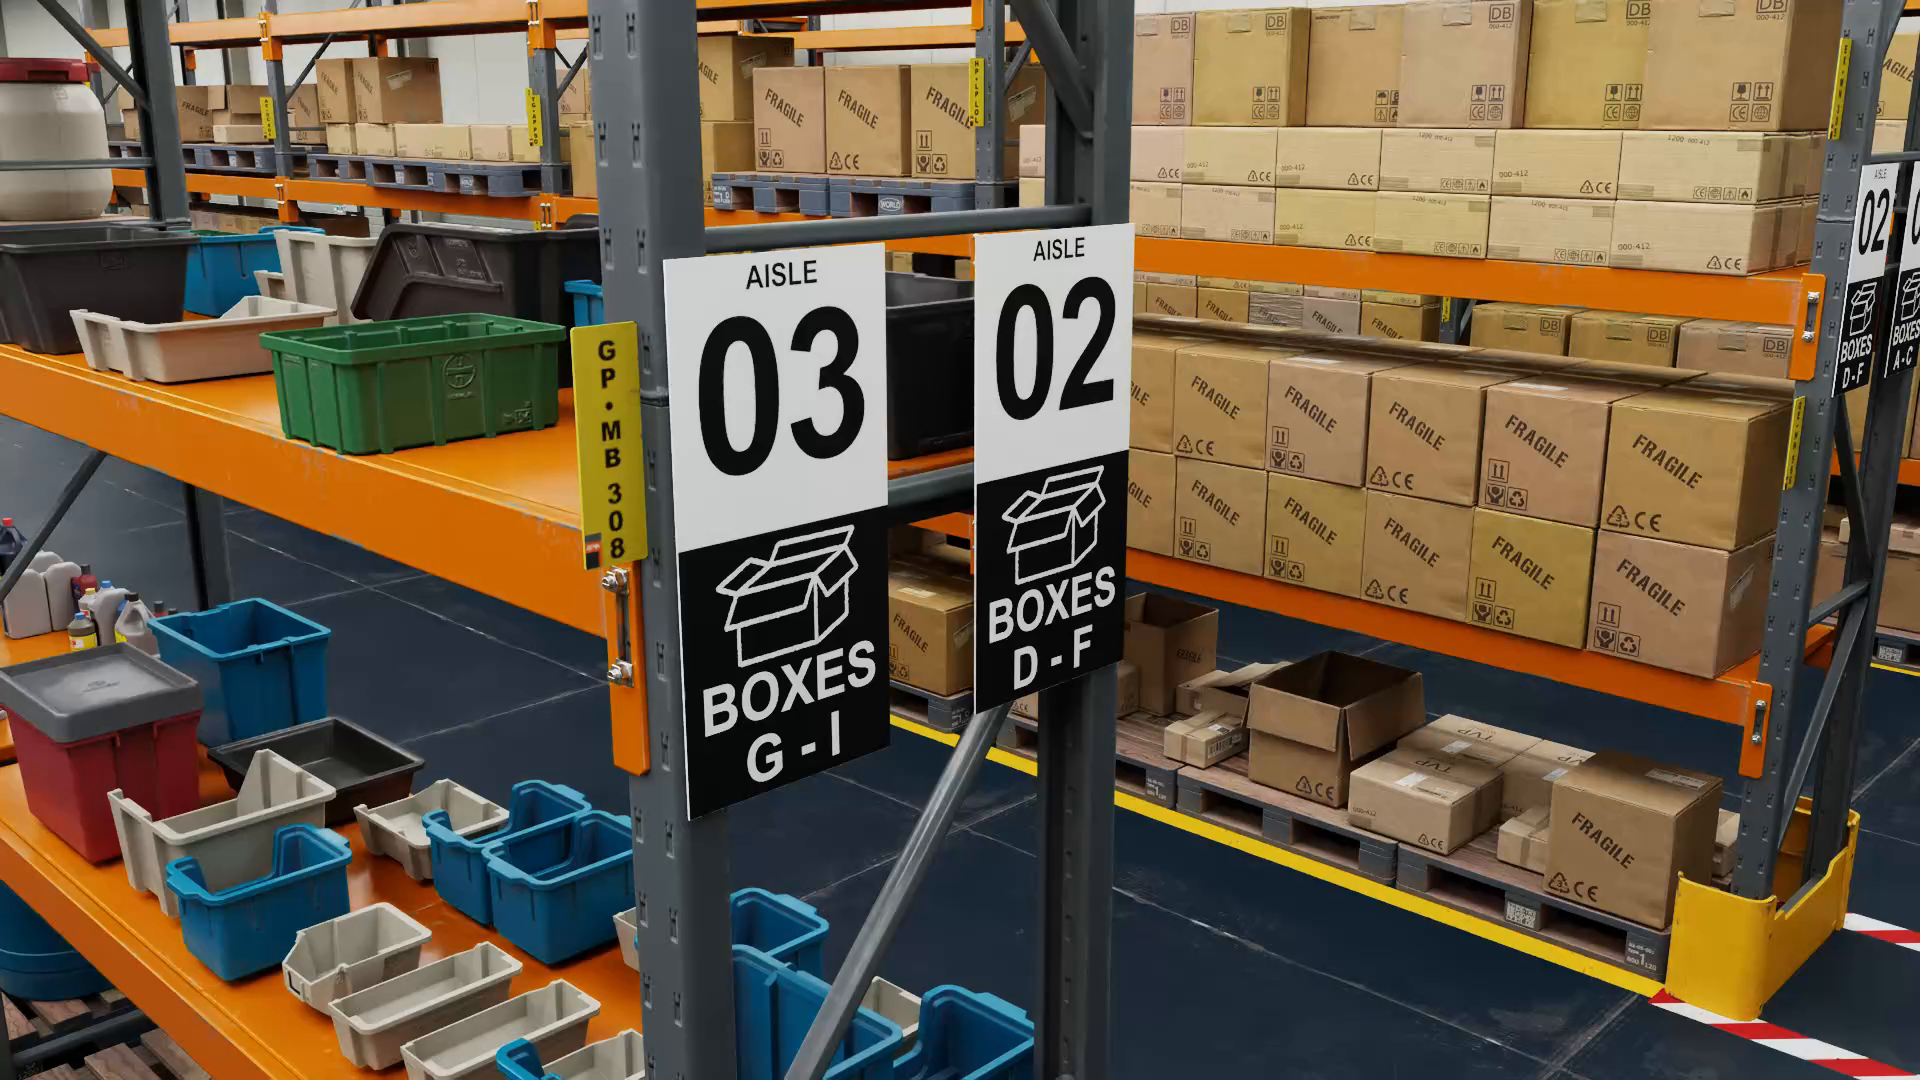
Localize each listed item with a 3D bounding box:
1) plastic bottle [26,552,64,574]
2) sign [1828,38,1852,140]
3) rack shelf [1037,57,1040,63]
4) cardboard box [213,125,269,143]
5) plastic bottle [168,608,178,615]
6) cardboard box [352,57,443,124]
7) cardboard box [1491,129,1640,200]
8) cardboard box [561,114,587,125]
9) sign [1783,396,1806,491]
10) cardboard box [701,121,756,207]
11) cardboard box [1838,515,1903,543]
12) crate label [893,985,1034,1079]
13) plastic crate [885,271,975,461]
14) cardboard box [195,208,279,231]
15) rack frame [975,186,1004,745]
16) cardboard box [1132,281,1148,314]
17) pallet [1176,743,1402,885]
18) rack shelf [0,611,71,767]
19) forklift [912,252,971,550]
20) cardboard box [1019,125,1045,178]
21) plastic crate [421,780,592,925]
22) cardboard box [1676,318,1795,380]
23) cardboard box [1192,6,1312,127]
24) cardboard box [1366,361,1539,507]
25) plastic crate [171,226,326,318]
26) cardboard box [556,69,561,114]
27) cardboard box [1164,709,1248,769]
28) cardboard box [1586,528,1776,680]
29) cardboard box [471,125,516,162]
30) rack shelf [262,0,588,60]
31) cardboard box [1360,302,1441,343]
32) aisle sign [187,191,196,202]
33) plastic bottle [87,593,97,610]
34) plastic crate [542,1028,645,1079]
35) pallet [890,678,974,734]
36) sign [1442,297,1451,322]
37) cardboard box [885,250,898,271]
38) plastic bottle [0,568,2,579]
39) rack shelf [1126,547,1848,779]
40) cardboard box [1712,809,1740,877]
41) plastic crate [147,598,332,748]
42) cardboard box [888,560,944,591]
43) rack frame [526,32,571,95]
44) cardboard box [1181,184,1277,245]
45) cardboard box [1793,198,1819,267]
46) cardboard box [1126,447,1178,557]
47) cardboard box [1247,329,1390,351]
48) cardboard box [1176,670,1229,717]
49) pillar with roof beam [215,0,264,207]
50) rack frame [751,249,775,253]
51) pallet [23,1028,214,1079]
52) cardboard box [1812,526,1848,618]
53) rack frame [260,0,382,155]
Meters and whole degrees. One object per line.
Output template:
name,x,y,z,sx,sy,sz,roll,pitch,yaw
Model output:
plastic bottle,-3.878,0.181,7.036,0.135,0.276,0.152,14,20,42
sign,2.944,-1.508,5.564,0.005,0.325,0.100,14,20,42
rack shelf,2.461,-4.036,13.295,4.000,0.370,1.077,14,20,42
cardboard box,-6.352,-3.587,14.690,0.250,0.149,0.380,14,20,42
plastic bottle,-2.944,0.388,6.224,0.133,0.283,0.061,14,20,42
cardboard box,-4.452,-3.560,13.172,0.500,0.500,0.500,-12,19,-39
cardboard box,2.437,-1.477,6.508,0.500,0.250,0.500,14,20,42
cardboard box,-4.309,-4.730,19.450,0.500,0.500,0.500,-13,19,-41
sign,2.944,-0.341,5.868,0.005,0.325,0.100,14,20,42
cardboard box,-1.336,-2.374,10.449,0.500,0.500,0.910,14,20,42
cardboard box,5.803,-0.071,10.592,0.380,0.149,0.250,-14,20,-43
crate label,-0.046,1.123,3.388,0.303,0.233,0.416,14,20,42
plastic crate,-0.180,-0.333,3.070,0.590,0.269,0.497,14,20,42
cardboard box,-6.702,-2.841,15.616,0.500,0.500,0.700,14,20,42
rack frame,0.465,-0.425,9.114,0.127,3.000,1.000,14,20,42
cardboard box,1.563,-2.002,14.339,0.500,0.500,0.500,-14,20,-42
pallet,1.841,1.258,8.184,1.213,0.211,1.003,14,20,42
rack shelf,-4.416,0.472,7.100,4.000,0.370,1.077,14,20,42
forklift,0.402,-1.298,12.599,1.130,2.935,3.031,-12,19,-38
cardboard box,0.642,-1.916,8.192,0.500,0.250,0.500,14,20,42
plastic crate,-1.210,0.840,4.474,0.300,0.233,0.416,14,20,42
cardboard box,5.332,-1.118,11.178,0.700,0.700,0.980,12,19,40
cardboard box,1.467,-2.131,7.531,0.500,0.500,0.700,14,20,42
cardboard box,2.092,-0.463,7.080,0.500,0.500,0.500,-14,20,-43
plastic crate,-2.099,-0.796,4.920,0.300,0.233,0.416,14,20,42
cardboard box,-4.629,-5.307,19.680,0.500,0.500,0.500,12,19,38
cardboard box,1.246,0.995,8.409,0.250,0.166,0.380,14,20,42
cardboard box,2.833,0.198,6.526,0.500,0.500,0.500,-14,20,-42
cardboard box,-3.170,-2.865,11.994,0.500,0.250,0.500,-14,20,-43
rack shelf,-3.855,-3.836,12.529,4.000,0.370,1.077,14,20,42
cardboard box,3.393,-1.562,12.649,0.500,0.500,0.500,13,20,41
aisle sign,-8.017,-3.848,17.095,0.004,0.787,0.394,14,20,42
plastic bottle,-3.443,0.313,6.675,0.097,0.201,0.097,0,15,0
plastic crate,-0.809,1.162,3.427,0.243,0.136,0.396,14,20,42
pallet,-0.147,0.789,9.986,1.213,0.211,1.003,14,20,42
sign,3.531,-1.747,12.047,0.005,0.325,0.100,14,20,42
cardboard box,-0.623,-2.682,16.706,0.700,0.500,0.500,-11,18,-37
plastic bottle,-4.183,0.150,7.163,0.097,0.271,0.097,0,15,0
rack shelf,1.904,0.273,7.861,4.000,0.370,1.077,14,20,42
cardboard box,3.281,1.306,7.252,0.250,0.149,0.380,14,20,42
plastic crate,-2.403,0.472,5.584,0.575,0.384,0.392,14,20,42
cardboard box,-0.440,0.449,9.843,0.500,0.500,0.500,14,20,42
rack frame,-4.738,-6.328,19.871,0.127,3.000,1.000,14,20,42
cardboard box,1.359,-1.498,7.580,0.500,0.250,0.500,14,20,42
cardboard box,3.151,-1.240,6.590,0.500,0.250,0.500,14,20,42
cardboard box,1.013,-0.246,8.228,0.500,0.500,0.500,14,20,43
cardboard box,1.742,-0.738,8.135,0.500,0.500,0.500,14,20,43
cardboard box,1.383,0.845,9.023,0.250,0.149,0.380,14,20,42
pillar with roof beam,-15.261,-7.681,25.065,0.400,9.000,9.100,14,20,42
rack frame,-1.859,-2.725,17.941,0.127,3.000,1.000,14,20,42
pallet,-2.420,1.944,5.551,1.213,0.211,1.003,14,20,42
cardboard box,5.846,0.190,10.879,0.500,0.500,0.700,14,20,42
rack frame,-5.294,-4.728,13.731,0.127,3.000,1.000,14,20,42
